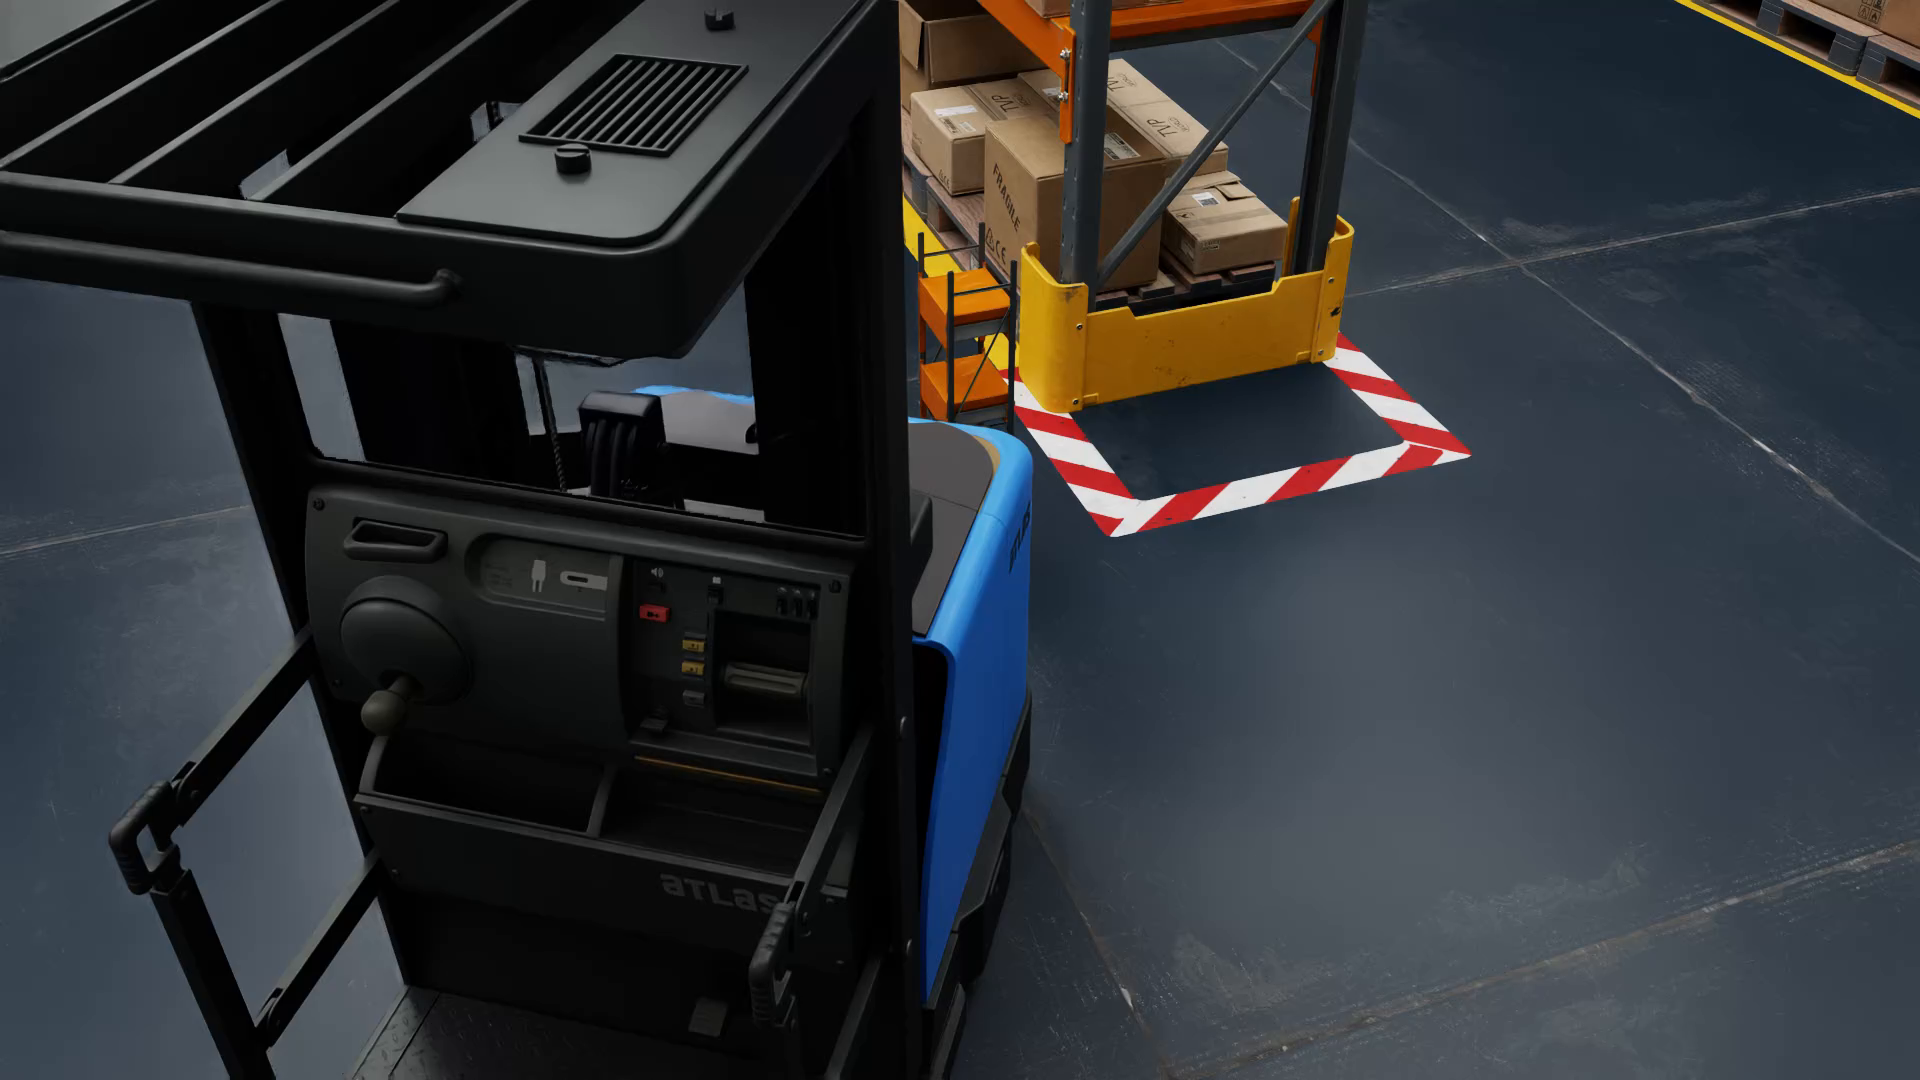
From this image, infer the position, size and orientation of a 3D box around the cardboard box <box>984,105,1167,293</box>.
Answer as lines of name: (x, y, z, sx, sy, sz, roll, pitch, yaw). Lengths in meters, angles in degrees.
cardboard box: (0.410, -1.239, 6.114, 0.500, 0.500, 0.500, -12, 39, -16)

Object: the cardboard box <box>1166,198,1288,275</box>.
cardboard box: (1.007, -1.151, 6.288, 0.380, 0.149, 0.250, -12, 39, -16)

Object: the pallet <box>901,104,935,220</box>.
pallet: (0.111, -1.873, 7.562, 1.003, 0.211, 1.213, -12, 39, -16)

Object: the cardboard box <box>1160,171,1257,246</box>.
cardboard box: (0.921, -1.299, 6.470, 0.380, 0.166, 0.250, -12, 39, -16)

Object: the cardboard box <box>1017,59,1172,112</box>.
cardboard box: (0.564, -1.814, 7.085, 0.500, 0.250, 0.500, -12, 39, -16)

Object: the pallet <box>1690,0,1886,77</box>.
pallet: (4.714, -2.843, 8.849, 1.003, 0.211, 1.213, -12, 39, -16)

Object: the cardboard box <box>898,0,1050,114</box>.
cardboard box: (0.104, -2.184, 7.365, 0.797, 0.503, 0.637, -12, 39, -16)

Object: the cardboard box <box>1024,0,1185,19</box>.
cardboard box: (0.419, -2.042, 5.385, 0.500, 0.500, 0.500, -11, 38, -15)

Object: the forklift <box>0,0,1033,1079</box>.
forklift: (-0.675, 0.229, 2.510, 1.130, 2.935, 3.031, 9, 38, 11)

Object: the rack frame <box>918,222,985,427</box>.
rack frame: (-0.024, -0.458, 4.985, 0.200, 1.050, 0.008, -12, 39, -16)

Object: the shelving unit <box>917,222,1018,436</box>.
shelving unit: (0.018, -0.389, 4.894, 0.215, 1.050, 0.252, -12, 39, -16)

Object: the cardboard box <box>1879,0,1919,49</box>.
cardboard box: (4.972, -2.660, 8.017, 0.700, 0.500, 0.500, -13, 39, -16)

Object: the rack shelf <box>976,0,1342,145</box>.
rack shelf: (0.141, -2.648, 6.871, 1.077, 0.370, 4.000, -12, 39, -16)

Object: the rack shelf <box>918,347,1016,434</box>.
rack shelf: (0.018, -0.381, 4.900, 0.215, 0.259, 0.240, -12, 39, -16)

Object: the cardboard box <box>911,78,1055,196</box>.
cardboard box: (0.112, -1.682, 6.910, 0.500, 0.250, 0.500, -12, 39, -16)

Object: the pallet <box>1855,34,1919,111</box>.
pallet: (5.130, -2.155, 7.936, 1.003, 0.211, 1.213, -12, 39, -16)

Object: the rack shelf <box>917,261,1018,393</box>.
rack shelf: (0.018, -0.607, 4.730, 0.215, 0.259, 0.240, -12, 39, -16)

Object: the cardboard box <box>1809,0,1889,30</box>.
cardboard box: (4.798, -2.944, 8.394, 0.700, 0.500, 0.500, -14, 39, -17)

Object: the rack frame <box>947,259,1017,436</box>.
rack frame: (0.060, -0.320, 4.802, 0.200, 1.050, 0.008, -12, 39, -16)

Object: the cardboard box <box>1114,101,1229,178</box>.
cardboard box: (0.736, -1.532, 6.710, 0.500, 0.250, 0.500, -12, 39, -16)

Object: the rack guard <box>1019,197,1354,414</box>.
rack guard: (0.803, -0.850, 5.963, 1.175, 0.500, 0.348, -12, 39, -16)

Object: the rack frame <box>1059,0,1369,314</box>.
rack frame: (0.829, -1.806, 5.154, 1.000, 3.000, 0.127, -12, 39, -16)

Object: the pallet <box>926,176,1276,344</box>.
pallet: (0.527, -1.185, 6.648, 1.003, 0.211, 1.213, -12, 39, -16)
